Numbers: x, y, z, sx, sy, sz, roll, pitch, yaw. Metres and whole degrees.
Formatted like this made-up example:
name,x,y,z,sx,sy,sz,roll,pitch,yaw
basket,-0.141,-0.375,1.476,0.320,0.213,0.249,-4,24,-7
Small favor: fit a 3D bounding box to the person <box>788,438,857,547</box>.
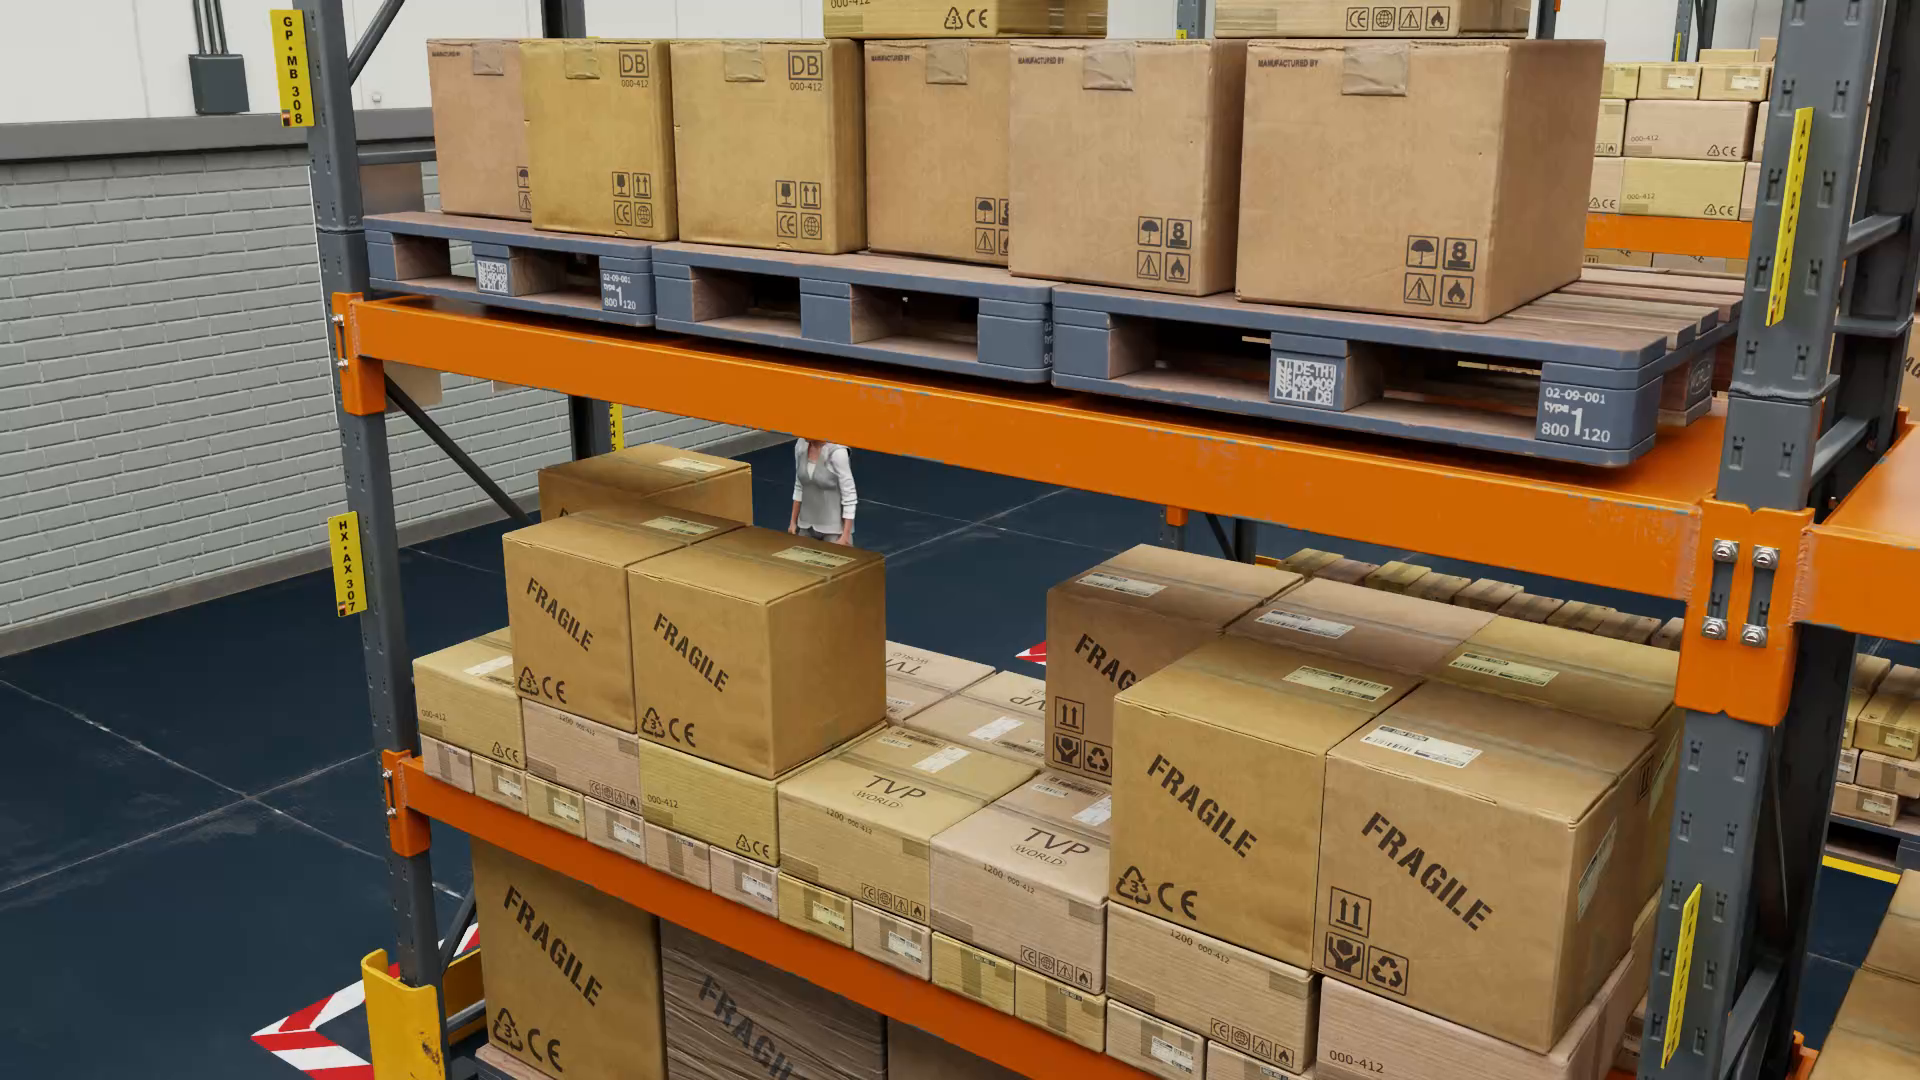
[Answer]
name,x,y,z,sx,sy,sz,roll,pitch,yaw
person,-0.797,-0.044,9.704,0.461,1.593,0.343,12,21,35
